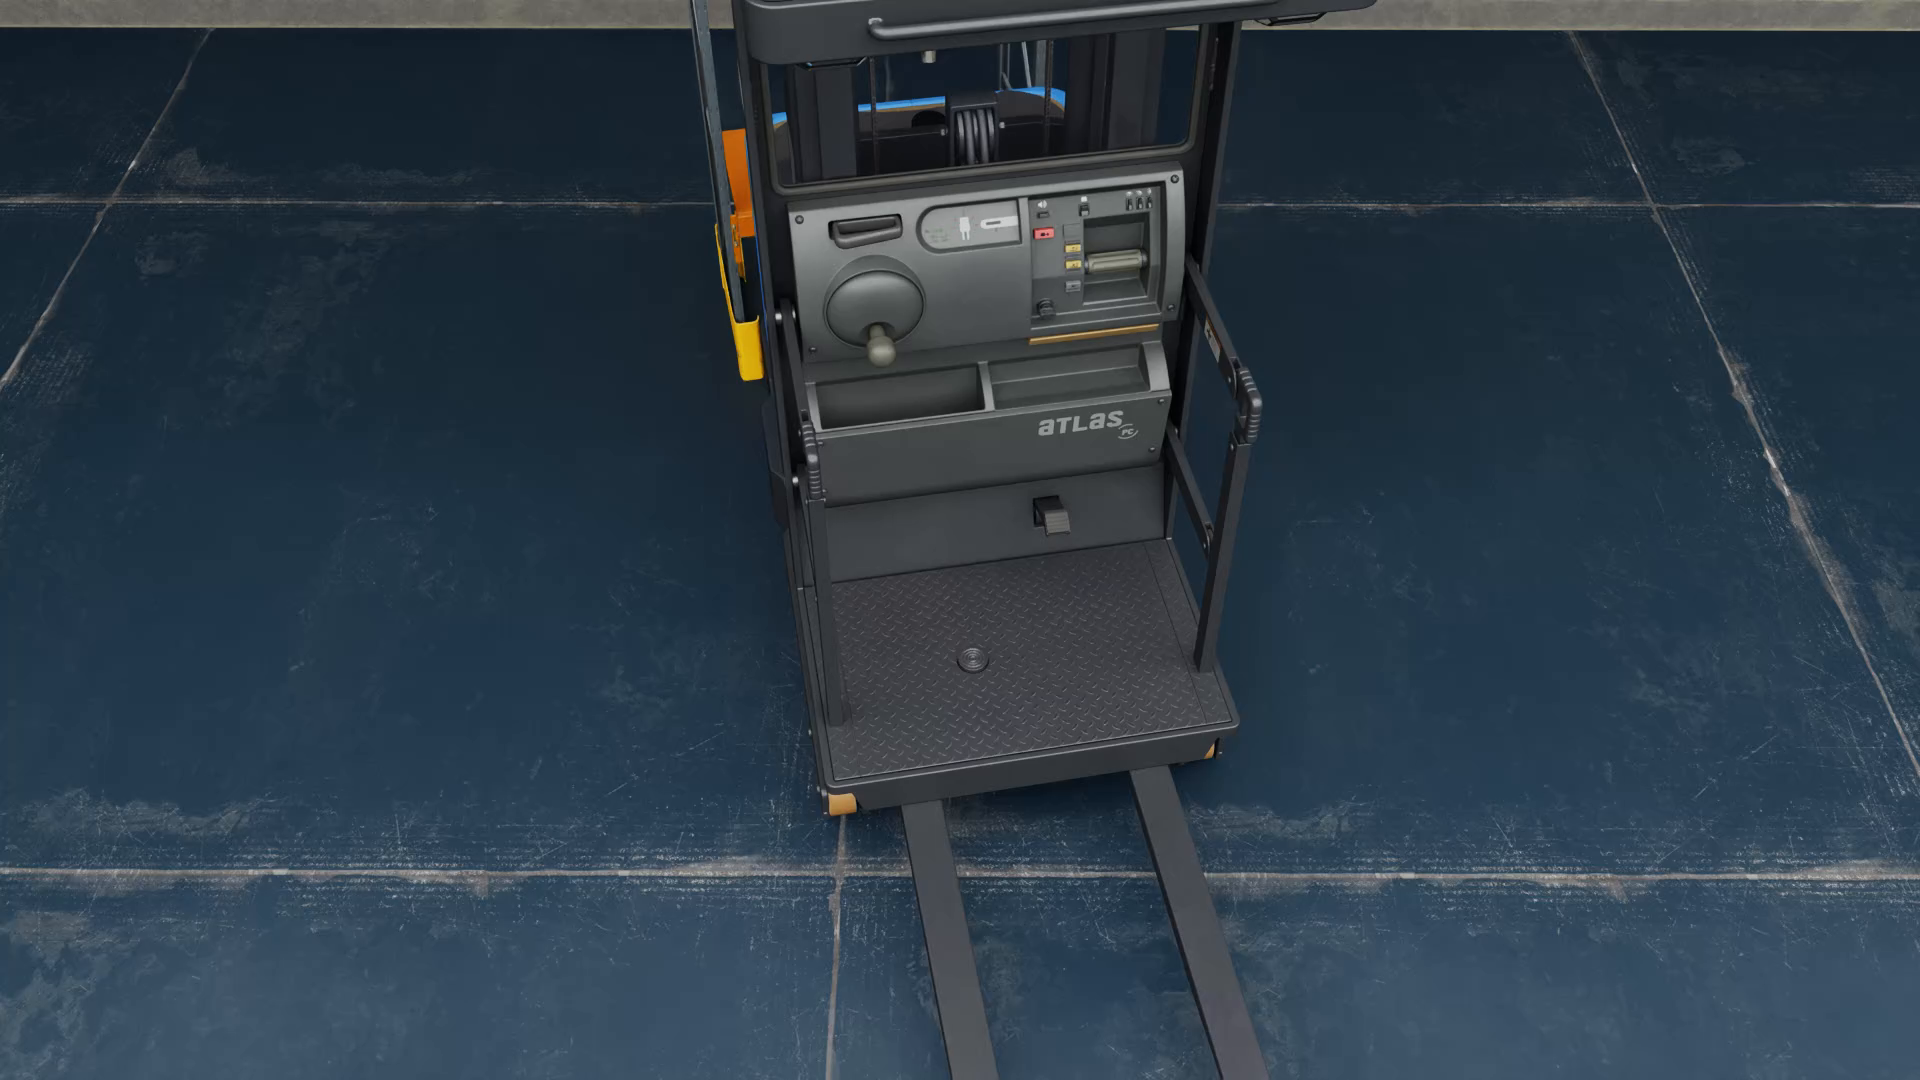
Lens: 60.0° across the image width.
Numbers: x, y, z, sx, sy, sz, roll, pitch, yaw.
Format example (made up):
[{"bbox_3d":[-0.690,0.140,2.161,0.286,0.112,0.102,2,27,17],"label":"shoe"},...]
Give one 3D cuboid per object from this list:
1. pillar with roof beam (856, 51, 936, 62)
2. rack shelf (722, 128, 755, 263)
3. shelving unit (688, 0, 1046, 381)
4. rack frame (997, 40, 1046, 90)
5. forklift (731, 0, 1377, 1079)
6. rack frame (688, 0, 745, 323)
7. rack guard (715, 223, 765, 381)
[{"bbox_3d":[-0.321,-2.089,1.047,0.400,9.000,9.100,0,47,0],"label":"pillar with roof beam"},{"bbox_3d":[-0.300,-1.231,5.617,1.000,0.185,0.538,-9,48,-8],"label":"rack shelf"},{"bbox_3d":[-0.291,-1.356,5.487,1.083,1.500,0.587,-9,48,-8],"label":"shelving unit"},{"bbox_3d":[0.196,-1.434,5.560,0.032,1.500,0.500,-9,48,-8],"label":"rack frame"},{"bbox_3d":[0.113,-0.545,3.755,1.130,2.935,3.031,-8,48,-7],"label":"forklift"},{"bbox_3d":[-0.797,-1.274,5.411,0.032,1.500,0.500,-9,48,-8],"label":"rack frame"},{"bbox_3d":[-0.778,-0.851,5.870,0.087,0.250,0.587,-9,48,-8],"label":"rack guard"}]
